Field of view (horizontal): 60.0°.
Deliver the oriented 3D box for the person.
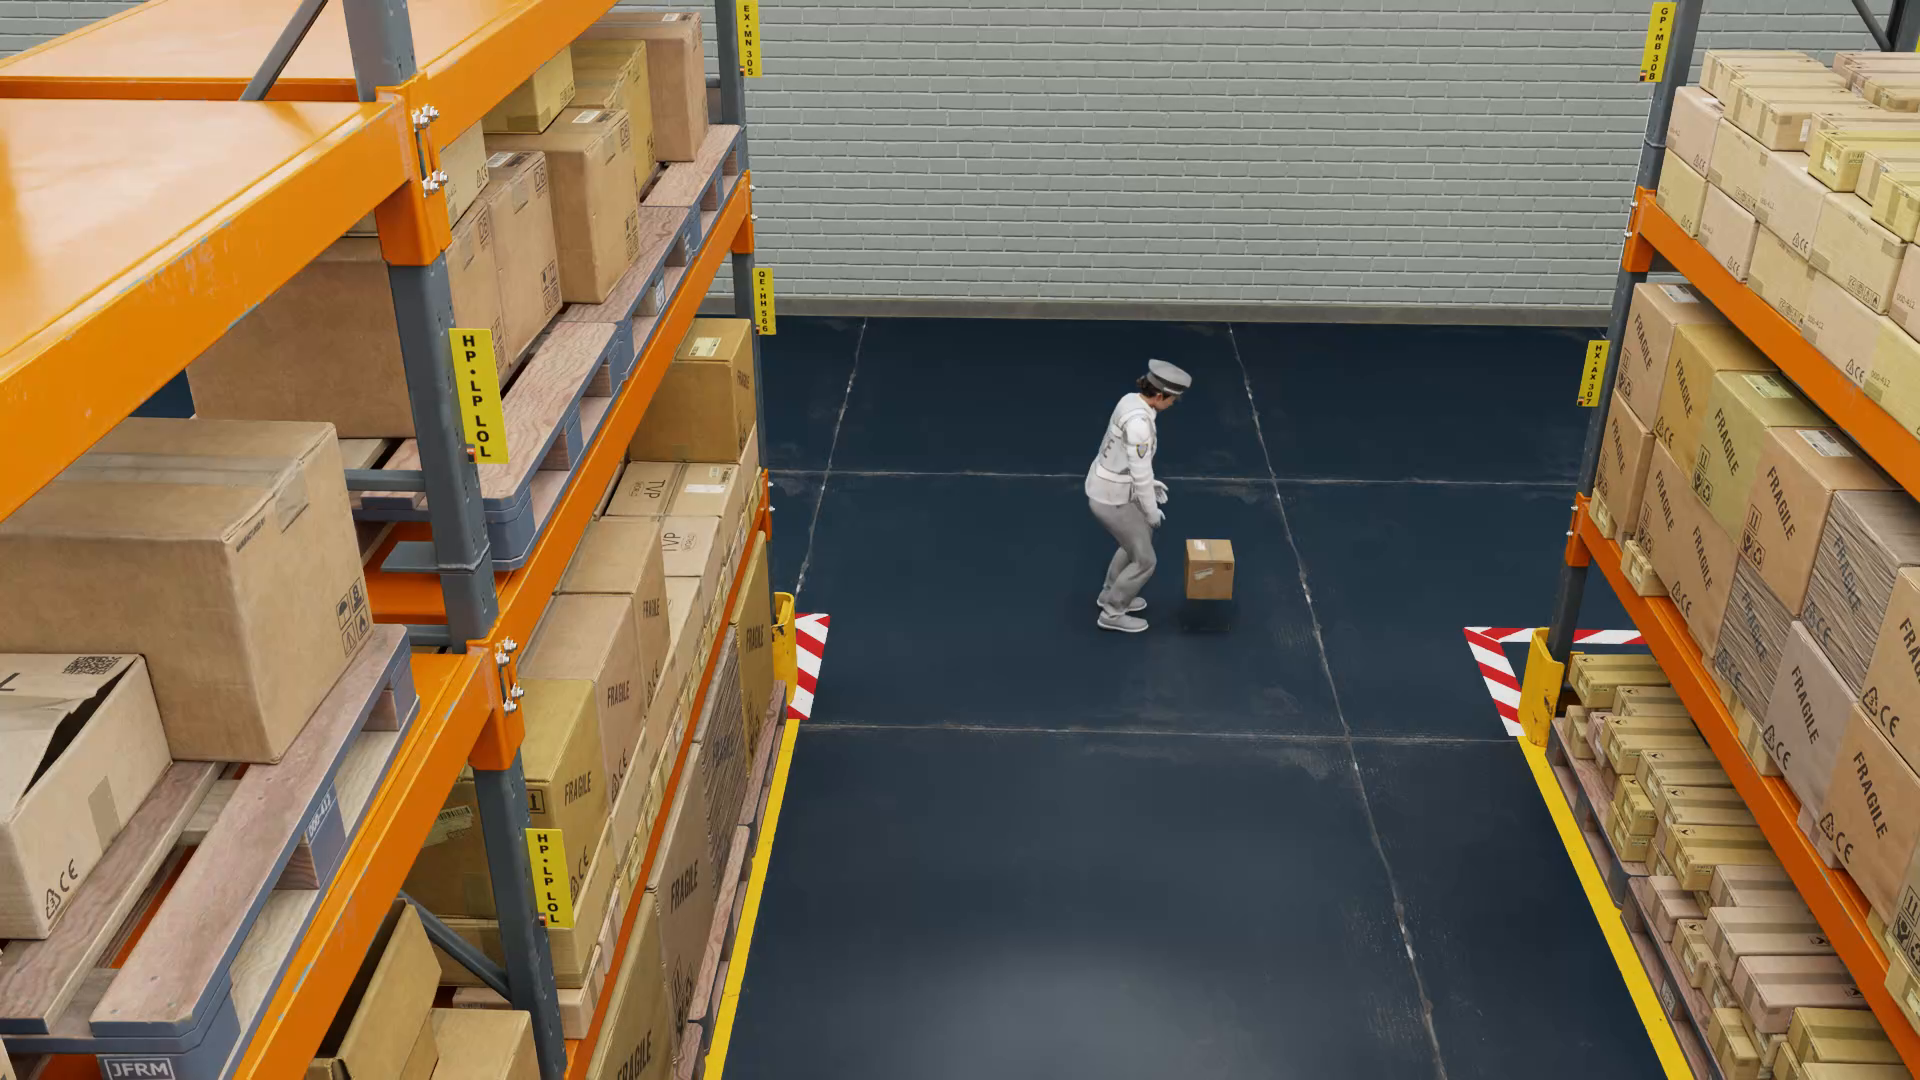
[{"bbox_3d":[0.965,-0.252,9.219,0.548,1.557,0.520,1,28,3],"label":"person"}]
